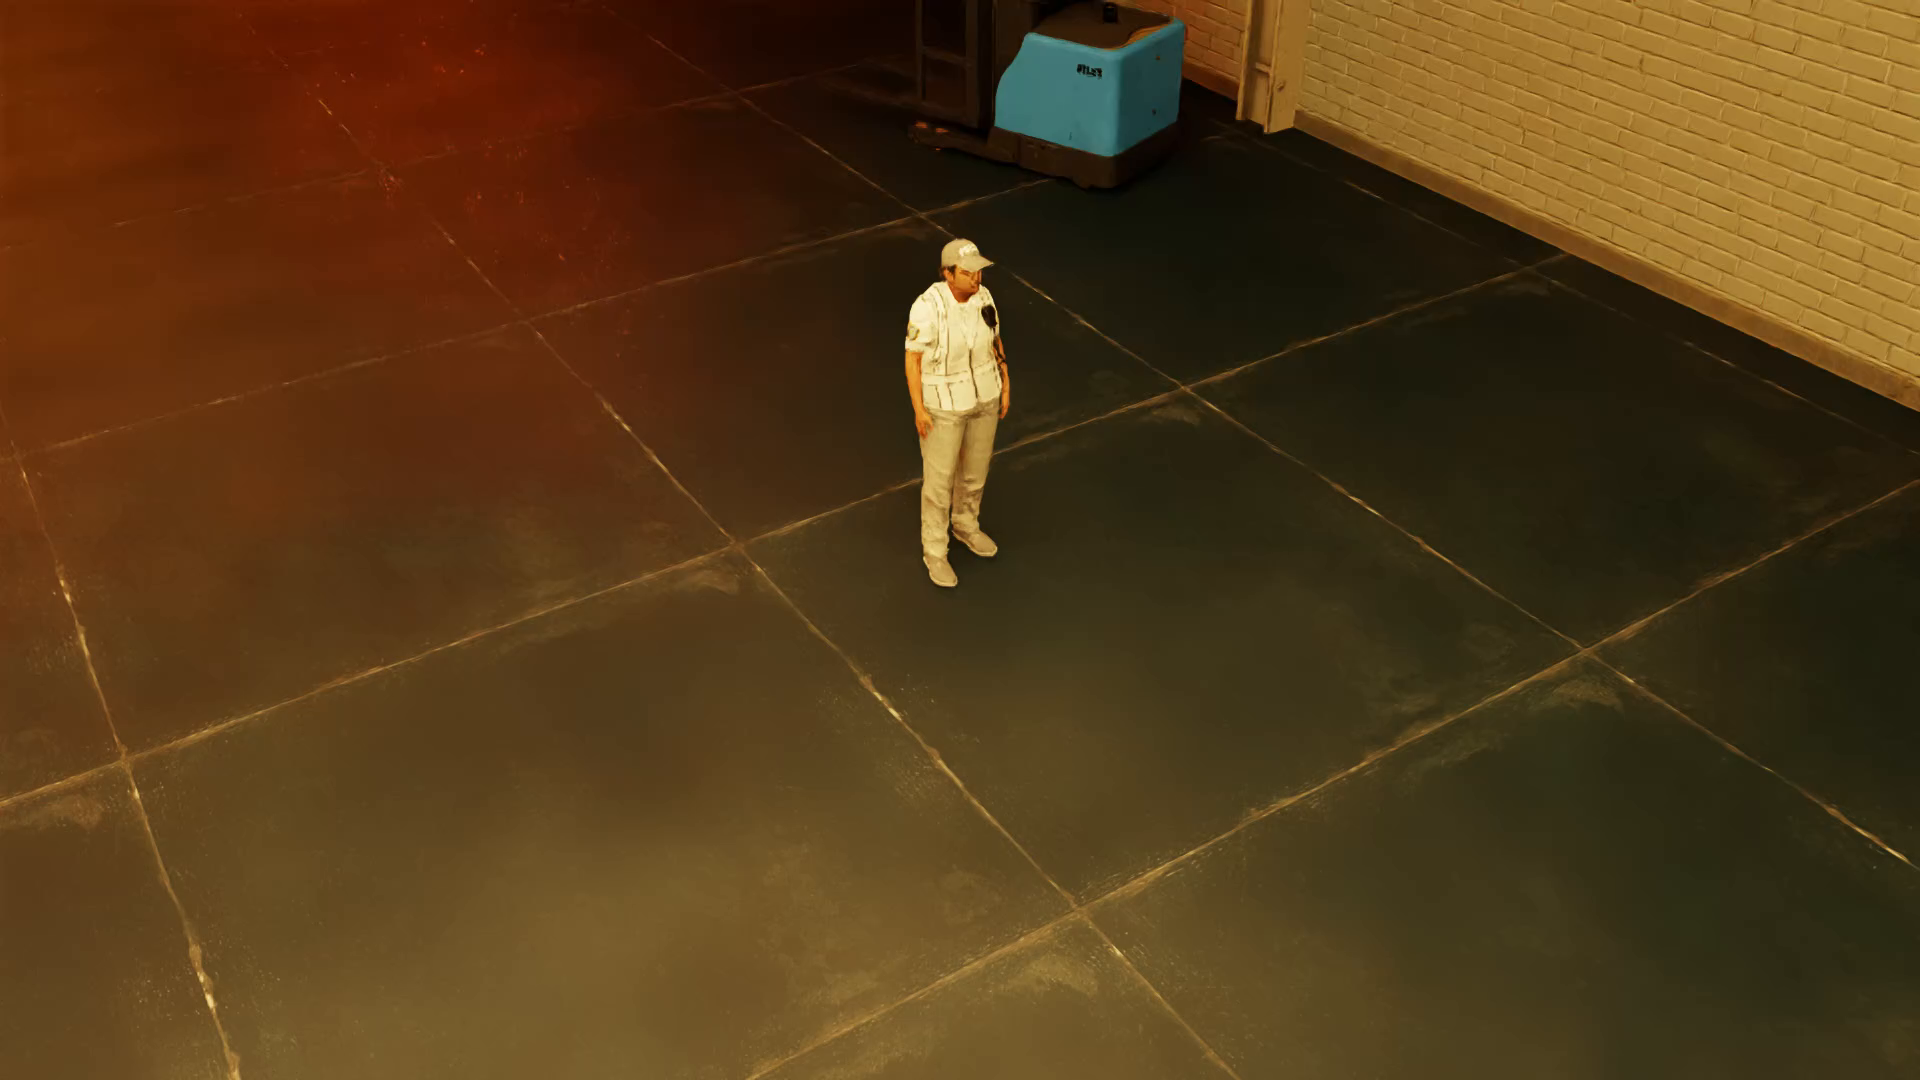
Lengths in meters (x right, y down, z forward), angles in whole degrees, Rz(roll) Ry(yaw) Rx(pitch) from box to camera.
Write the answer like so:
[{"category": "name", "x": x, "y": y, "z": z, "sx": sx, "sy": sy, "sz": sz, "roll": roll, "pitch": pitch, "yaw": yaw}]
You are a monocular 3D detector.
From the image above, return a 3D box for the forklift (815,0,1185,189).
[{"category": "forklift", "x": 0.206, "y": -4.478, "z": 12.521, "sx": 3.031, "sy": 2.935, "sz": 1.130, "roll": 23, "pitch": 41, "yaw": 29}]

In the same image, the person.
[{"category": "person", "x": 0.023, "y": -0.644, "z": 8.151, "sx": 0.598, "sy": 1.669, "sz": 0.529, "roll": -21, "pitch": 40, "yaw": -27}]
